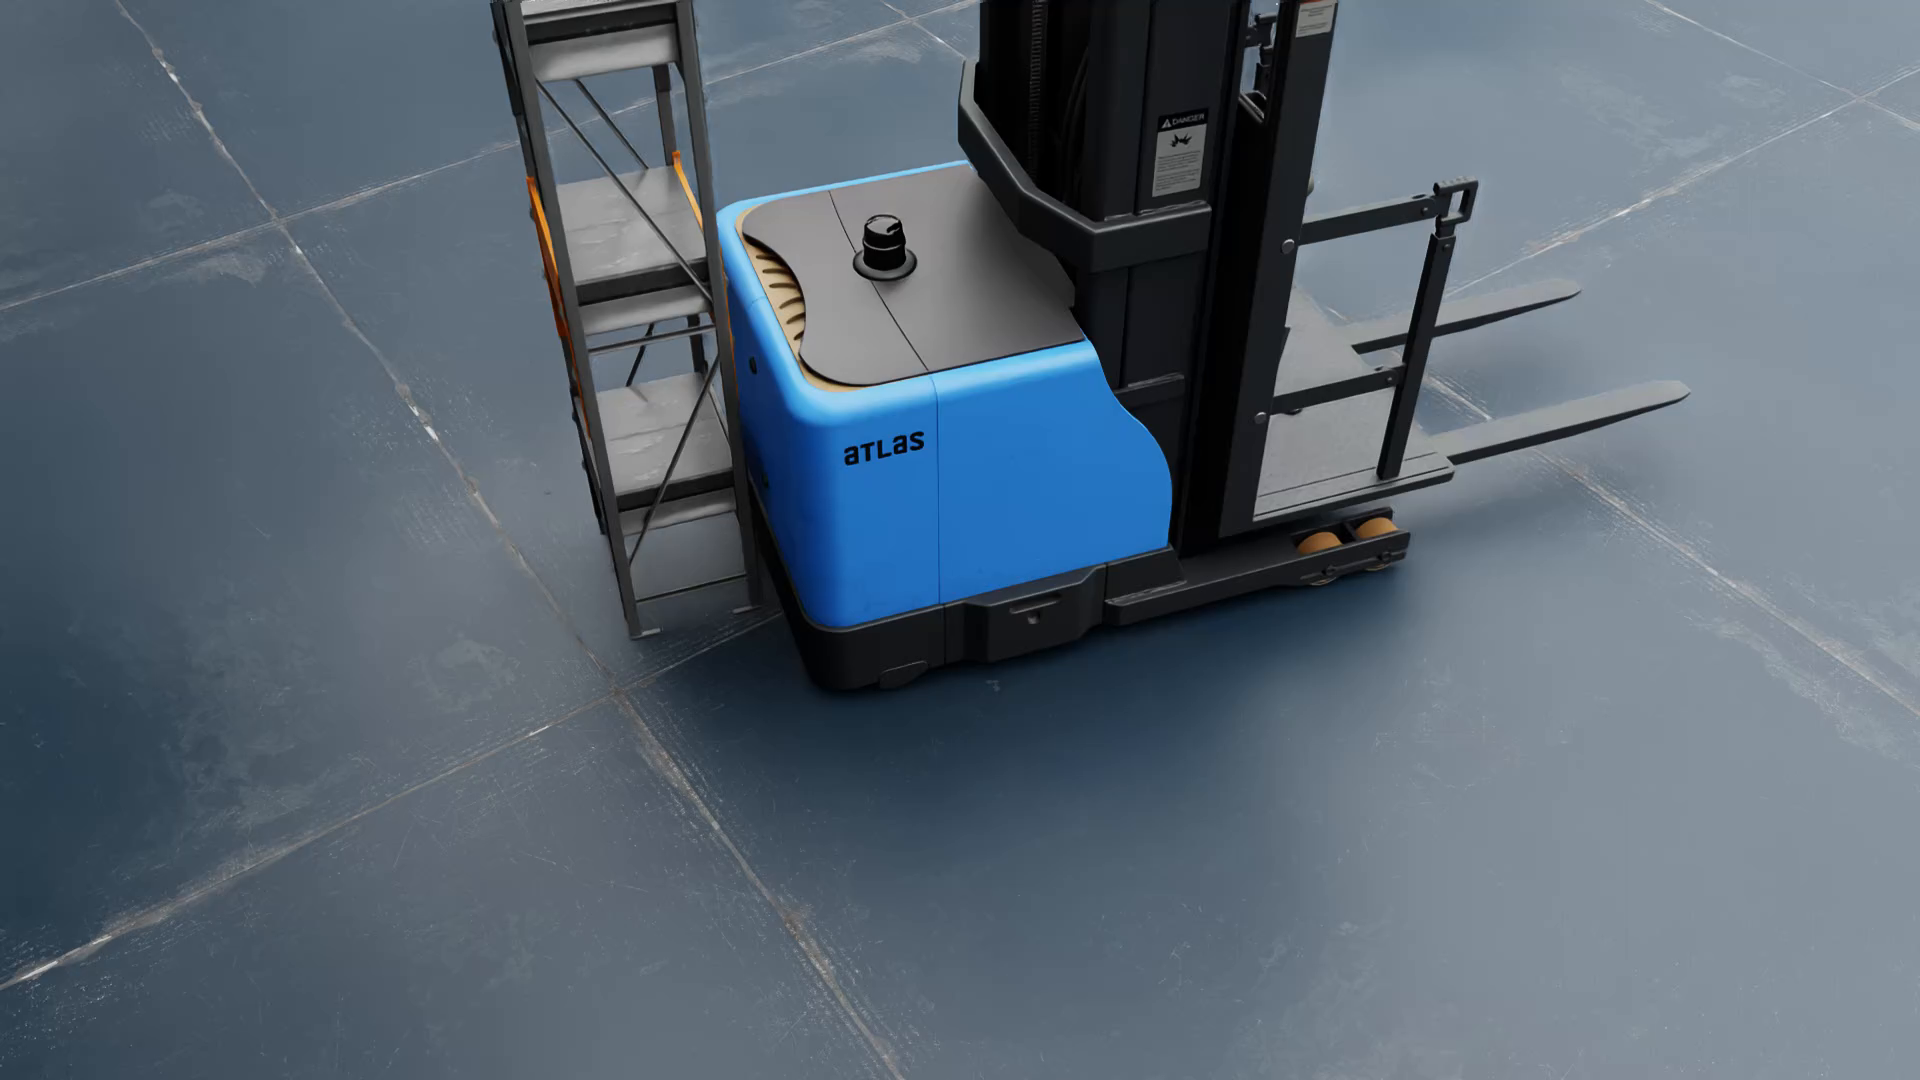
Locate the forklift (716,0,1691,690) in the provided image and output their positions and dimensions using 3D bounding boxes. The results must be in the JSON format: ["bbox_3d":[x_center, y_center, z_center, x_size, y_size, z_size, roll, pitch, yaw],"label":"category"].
[{"bbox_3d":[0.853,-1.252,4.439,3.031,2.935,1.130,-14,45,-14],"label":"forklift"}]

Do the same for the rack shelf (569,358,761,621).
[{"bbox_3d":[-0.870,-0.153,4.923,0.431,0.518,0.480,-14,45,-14],"label":"rack shelf"}]

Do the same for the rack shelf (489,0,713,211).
[{"bbox_3d":[-0.870,-1.166,3.957,0.431,0.518,0.480,-14,45,-14],"label":"rack shelf"}]

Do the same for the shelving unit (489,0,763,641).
[{"bbox_3d":[-0.870,-0.669,4.430,0.431,2.100,0.503,-14,45,-14],"label":"shelving unit"}]

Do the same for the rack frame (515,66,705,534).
[{"bbox_3d":[-0.951,-0.828,4.597,0.400,2.100,0.015,-14,45,-14],"label":"rack frame"}]

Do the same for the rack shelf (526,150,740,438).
[{"bbox_3d":[-0.870,-0.659,4.440,0.431,0.518,0.480,-14,45,-14],"label":"rack shelf"}]

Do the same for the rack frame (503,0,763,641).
[{"bbox_3d":[-0.789,-0.510,4.264,0.400,2.100,0.015,-14,45,-14],"label":"rack frame"}]
